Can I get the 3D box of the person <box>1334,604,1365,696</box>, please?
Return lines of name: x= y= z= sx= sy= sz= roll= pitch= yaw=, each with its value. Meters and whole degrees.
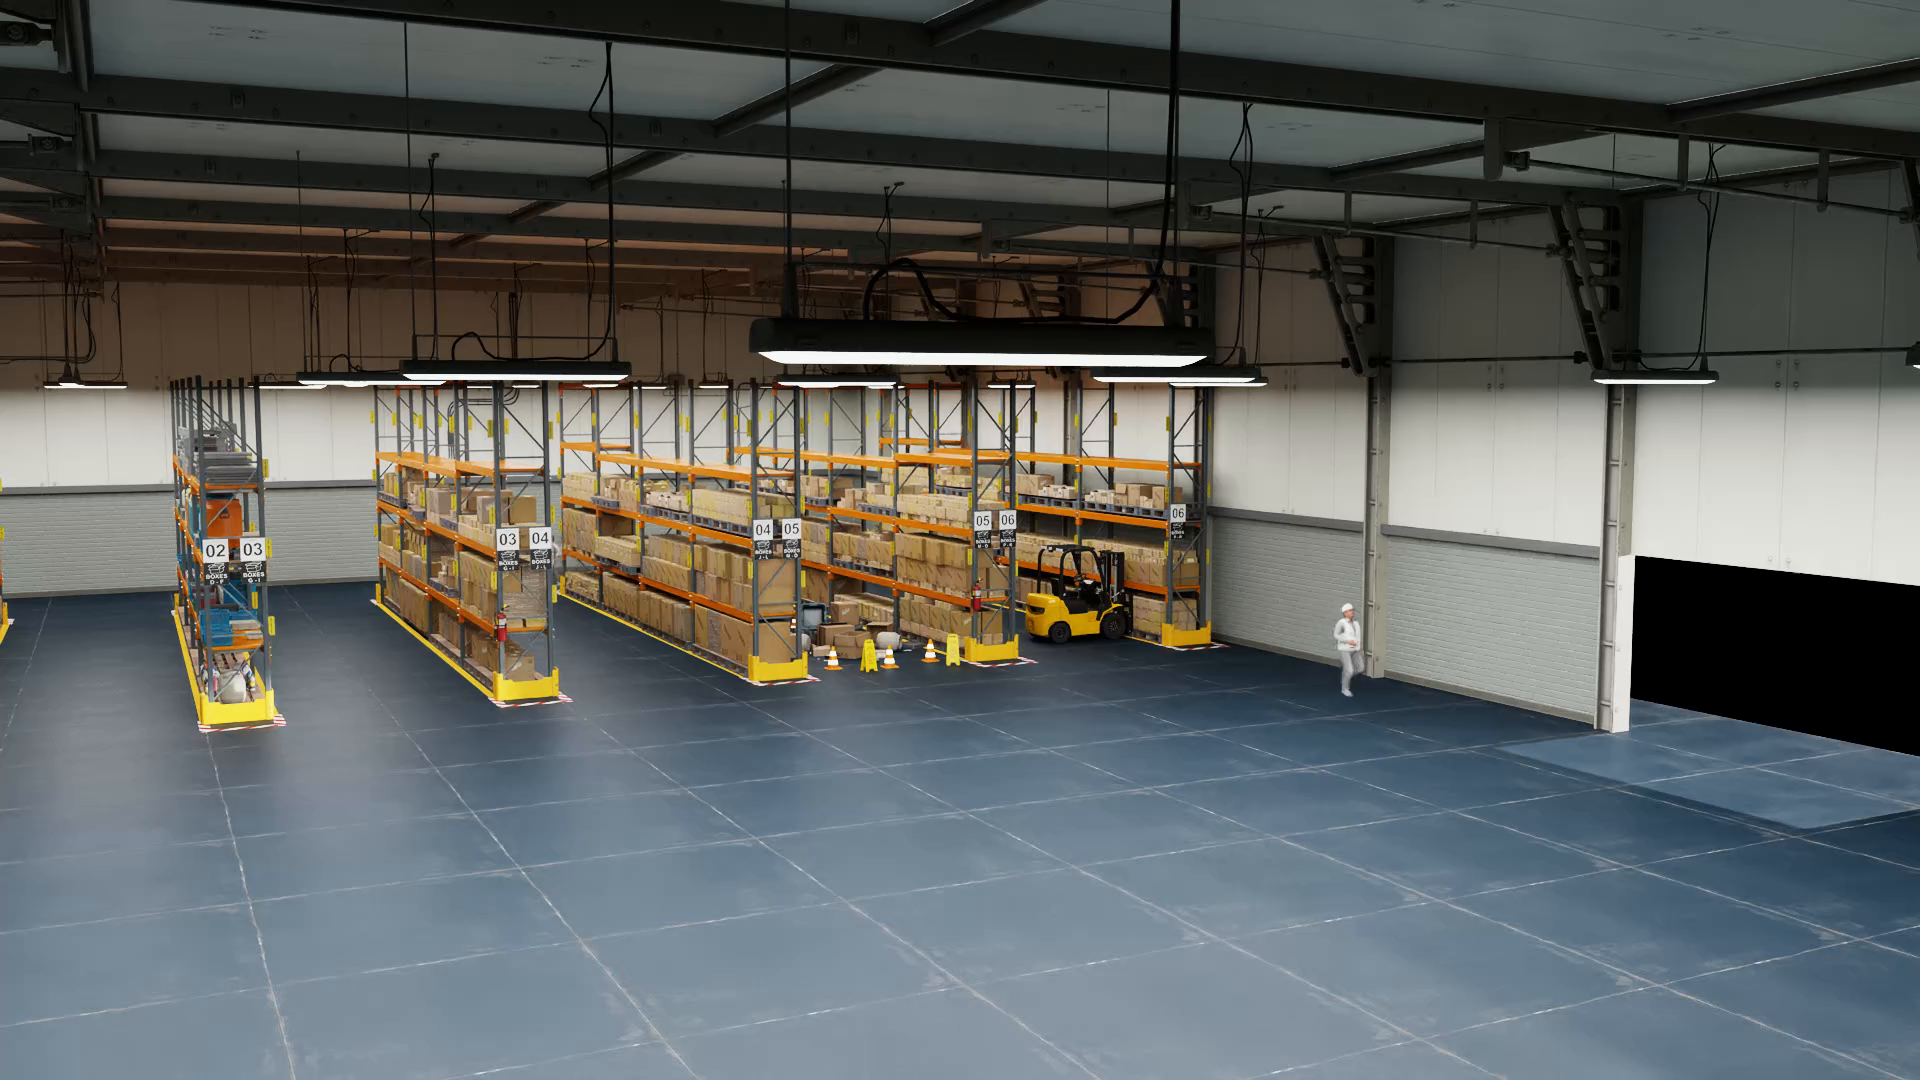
person: x=7.367 y=2.068 z=31.431 sx=0.698 sy=1.737 sz=0.591 roll=-3 pitch=6 yaw=-30

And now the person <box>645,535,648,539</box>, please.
person: x=-8.983 y=0.674 z=47.737 sx=0.619 sy=1.626 sz=0.550 roll=-4 pitch=7 yaw=-39

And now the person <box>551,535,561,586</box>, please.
person: x=-11.840 y=0.635 z=48.223 sx=0.811 sy=1.597 sz=0.602 roll=-4 pitch=6 yaw=-35
